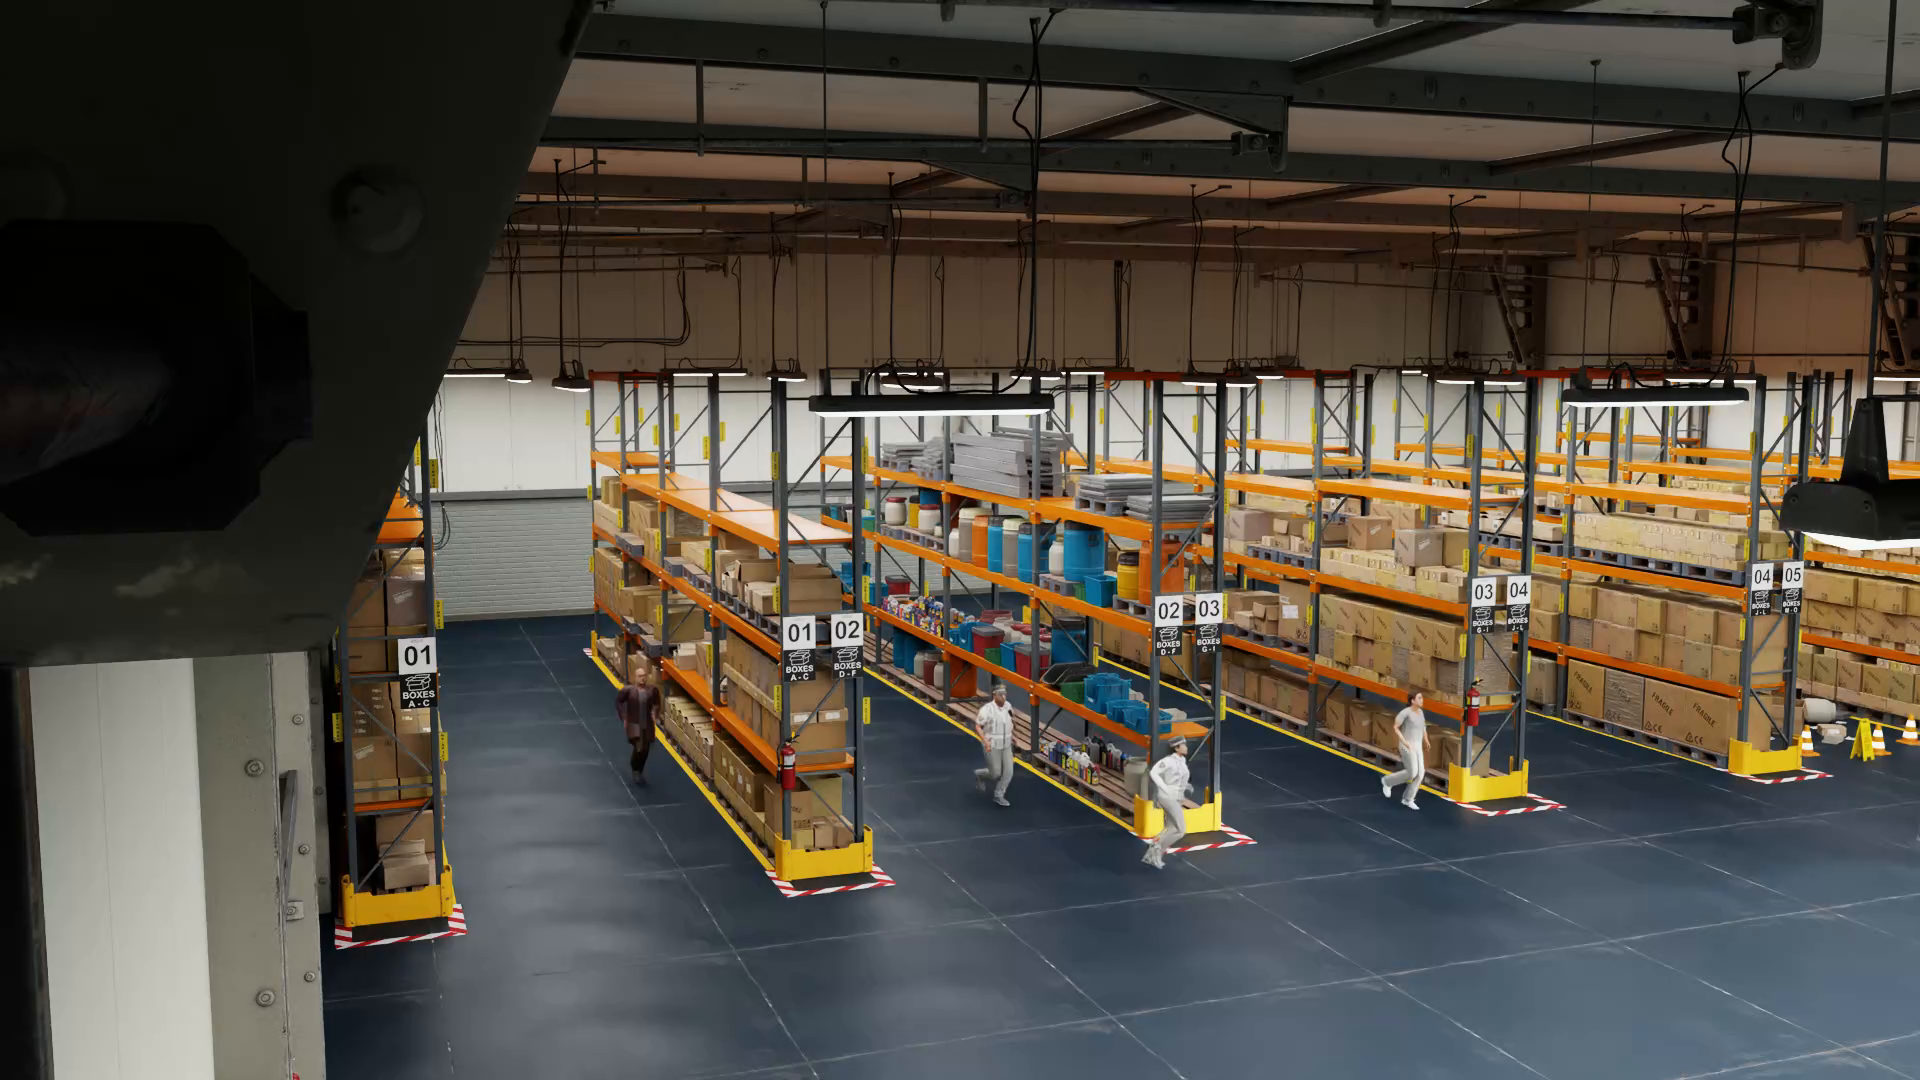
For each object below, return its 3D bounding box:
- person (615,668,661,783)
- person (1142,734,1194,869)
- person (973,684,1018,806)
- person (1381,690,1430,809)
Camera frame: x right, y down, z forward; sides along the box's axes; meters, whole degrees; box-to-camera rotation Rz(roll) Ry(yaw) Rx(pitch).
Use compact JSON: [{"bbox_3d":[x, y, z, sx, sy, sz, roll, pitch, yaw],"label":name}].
[{"bbox_3d":[-4.695,2.736,24.460,0.627,1.723,0.760,-4,7,-29],"label":"person"},{"bbox_3d":[2.616,3.218,20.612,0.582,1.633,0.658,3,7,26],"label":"person"},{"bbox_3d":[0.492,2.862,23.509,0.650,1.729,0.652,-4,7,-31],"label":"person"},{"bbox_3d":[6.337,2.920,23.473,0.591,1.648,0.597,-5,8,-38],"label":"person"}]
